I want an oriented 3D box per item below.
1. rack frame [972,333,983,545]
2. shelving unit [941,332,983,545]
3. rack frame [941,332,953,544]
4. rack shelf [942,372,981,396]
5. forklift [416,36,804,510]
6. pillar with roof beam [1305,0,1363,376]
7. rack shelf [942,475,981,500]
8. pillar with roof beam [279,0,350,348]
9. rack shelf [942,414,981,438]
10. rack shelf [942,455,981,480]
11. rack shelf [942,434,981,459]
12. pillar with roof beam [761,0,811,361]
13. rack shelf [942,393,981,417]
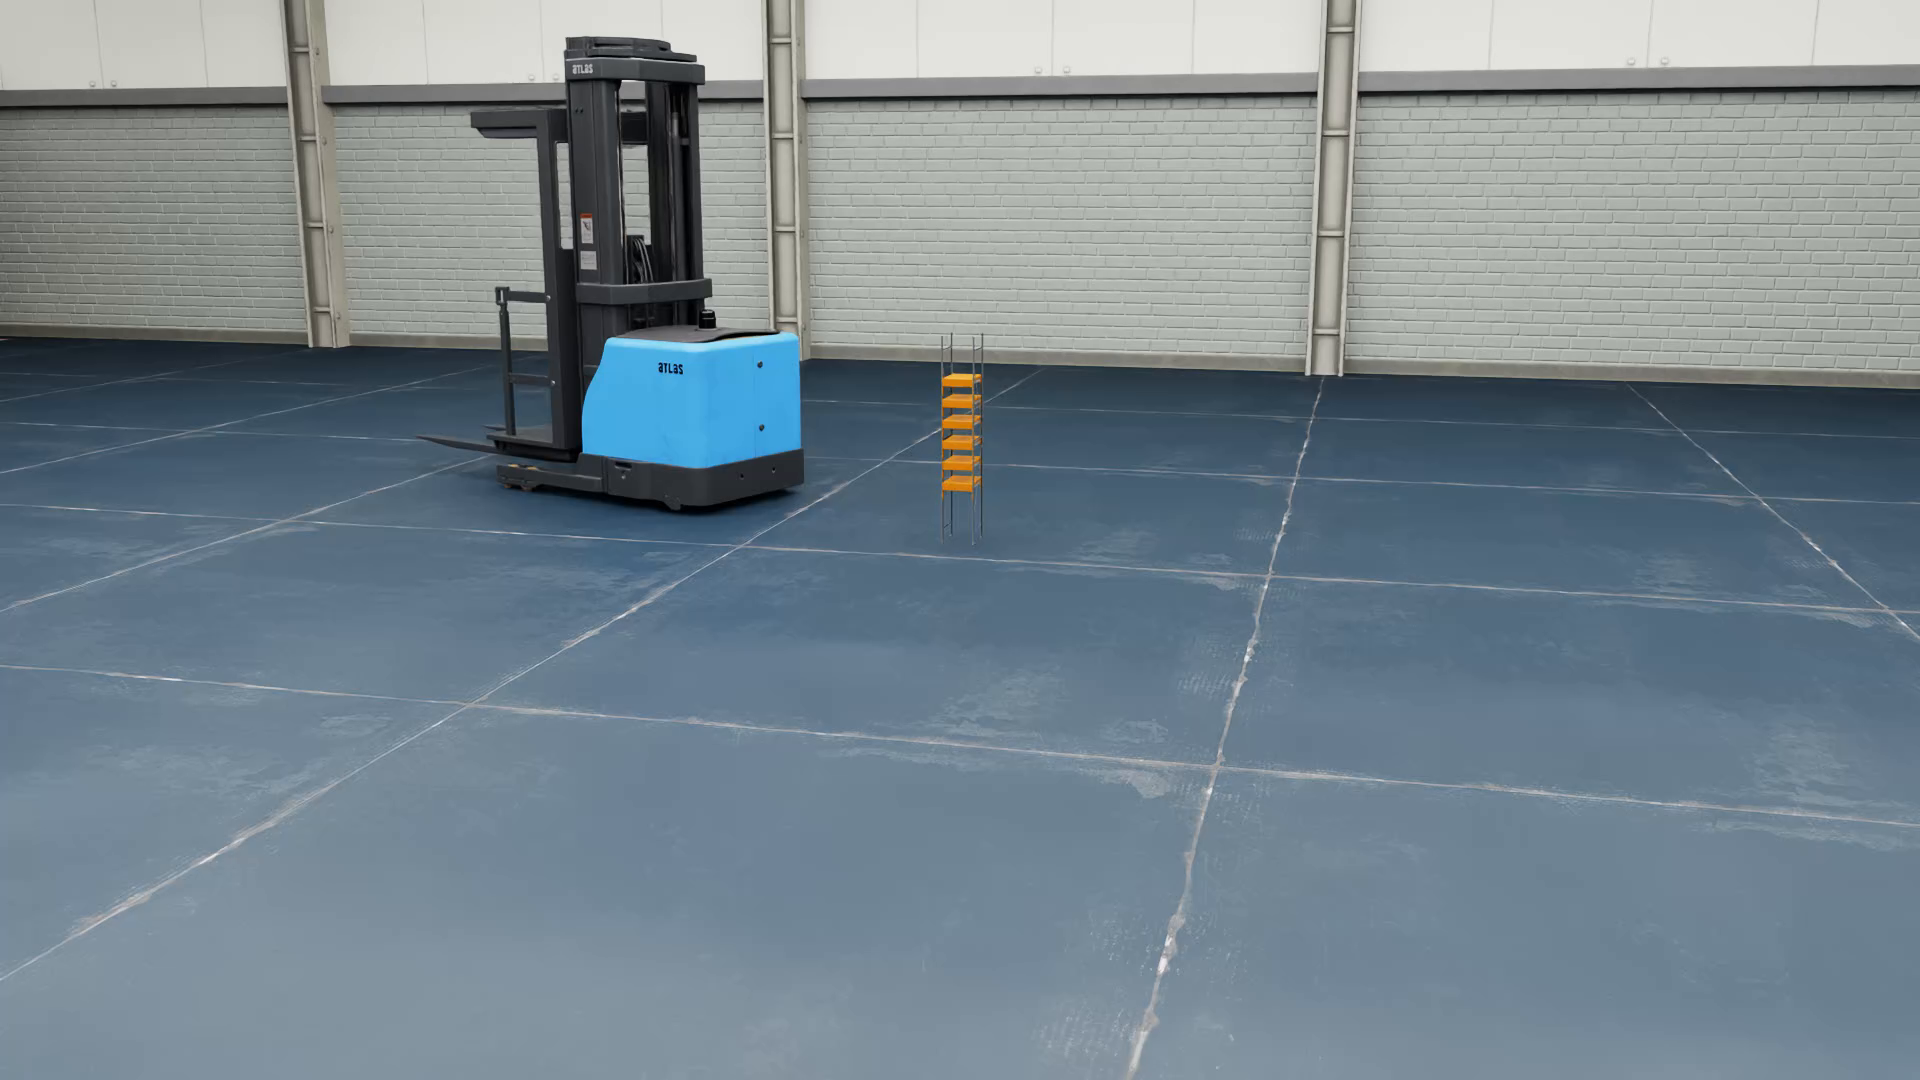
[{"bbox_3d":[0.103,-0.580,9.579,0.006,1.200,0.240,3,13,14],"label":"rack frame"},{"bbox_3d":[0.014,-0.585,9.600,0.189,1.200,0.258,3,13,14],"label":"shelving unit"},{"bbox_3d":[-0.075,-0.590,9.622,0.006,1.200,0.240,3,13,14],"label":"rack frame"},{"bbox_3d":[0.014,-0.893,9.532,0.180,0.103,0.258,3,13,14],"label":"rack shelf"},{"bbox_3d":[-2.539,-1.843,11.272,3.031,2.935,1.130,9,15,34],"label":"forklift"},{"bbox_3d":[2.849,-5.256,12.648,0.400,9.000,9.100,3,13,14],"label":"pillar with roof beam"},{"bbox_3d":[0.014,-0.307,9.662,0.180,0.103,0.258,3,13,14],"label":"rack shelf"},{"bbox_3d":[-8.801,-5.879,15.454,0.400,9.000,9.100,3,13,14],"label":"pillar with roof beam"},{"bbox_3d":[0.014,-0.659,9.584,0.180,0.103,0.258,3,13,14],"label":"rack shelf"},{"bbox_3d":[0.014,-0.424,9.636,0.180,0.103,0.258,3,13,14],"label":"rack shelf"},{"bbox_3d":[0.014,-0.542,9.610,0.180,0.103,0.258,3,13,14],"label":"rack shelf"},{"bbox_3d":[-2.976,-5.567,14.051,0.400,9.000,9.100,3,13,14],"label":"pillar with roof beam"},{"bbox_3d":[0.014,-0.776,9.558,0.180,0.103,0.258,3,13,14],"label":"rack shelf"}]
